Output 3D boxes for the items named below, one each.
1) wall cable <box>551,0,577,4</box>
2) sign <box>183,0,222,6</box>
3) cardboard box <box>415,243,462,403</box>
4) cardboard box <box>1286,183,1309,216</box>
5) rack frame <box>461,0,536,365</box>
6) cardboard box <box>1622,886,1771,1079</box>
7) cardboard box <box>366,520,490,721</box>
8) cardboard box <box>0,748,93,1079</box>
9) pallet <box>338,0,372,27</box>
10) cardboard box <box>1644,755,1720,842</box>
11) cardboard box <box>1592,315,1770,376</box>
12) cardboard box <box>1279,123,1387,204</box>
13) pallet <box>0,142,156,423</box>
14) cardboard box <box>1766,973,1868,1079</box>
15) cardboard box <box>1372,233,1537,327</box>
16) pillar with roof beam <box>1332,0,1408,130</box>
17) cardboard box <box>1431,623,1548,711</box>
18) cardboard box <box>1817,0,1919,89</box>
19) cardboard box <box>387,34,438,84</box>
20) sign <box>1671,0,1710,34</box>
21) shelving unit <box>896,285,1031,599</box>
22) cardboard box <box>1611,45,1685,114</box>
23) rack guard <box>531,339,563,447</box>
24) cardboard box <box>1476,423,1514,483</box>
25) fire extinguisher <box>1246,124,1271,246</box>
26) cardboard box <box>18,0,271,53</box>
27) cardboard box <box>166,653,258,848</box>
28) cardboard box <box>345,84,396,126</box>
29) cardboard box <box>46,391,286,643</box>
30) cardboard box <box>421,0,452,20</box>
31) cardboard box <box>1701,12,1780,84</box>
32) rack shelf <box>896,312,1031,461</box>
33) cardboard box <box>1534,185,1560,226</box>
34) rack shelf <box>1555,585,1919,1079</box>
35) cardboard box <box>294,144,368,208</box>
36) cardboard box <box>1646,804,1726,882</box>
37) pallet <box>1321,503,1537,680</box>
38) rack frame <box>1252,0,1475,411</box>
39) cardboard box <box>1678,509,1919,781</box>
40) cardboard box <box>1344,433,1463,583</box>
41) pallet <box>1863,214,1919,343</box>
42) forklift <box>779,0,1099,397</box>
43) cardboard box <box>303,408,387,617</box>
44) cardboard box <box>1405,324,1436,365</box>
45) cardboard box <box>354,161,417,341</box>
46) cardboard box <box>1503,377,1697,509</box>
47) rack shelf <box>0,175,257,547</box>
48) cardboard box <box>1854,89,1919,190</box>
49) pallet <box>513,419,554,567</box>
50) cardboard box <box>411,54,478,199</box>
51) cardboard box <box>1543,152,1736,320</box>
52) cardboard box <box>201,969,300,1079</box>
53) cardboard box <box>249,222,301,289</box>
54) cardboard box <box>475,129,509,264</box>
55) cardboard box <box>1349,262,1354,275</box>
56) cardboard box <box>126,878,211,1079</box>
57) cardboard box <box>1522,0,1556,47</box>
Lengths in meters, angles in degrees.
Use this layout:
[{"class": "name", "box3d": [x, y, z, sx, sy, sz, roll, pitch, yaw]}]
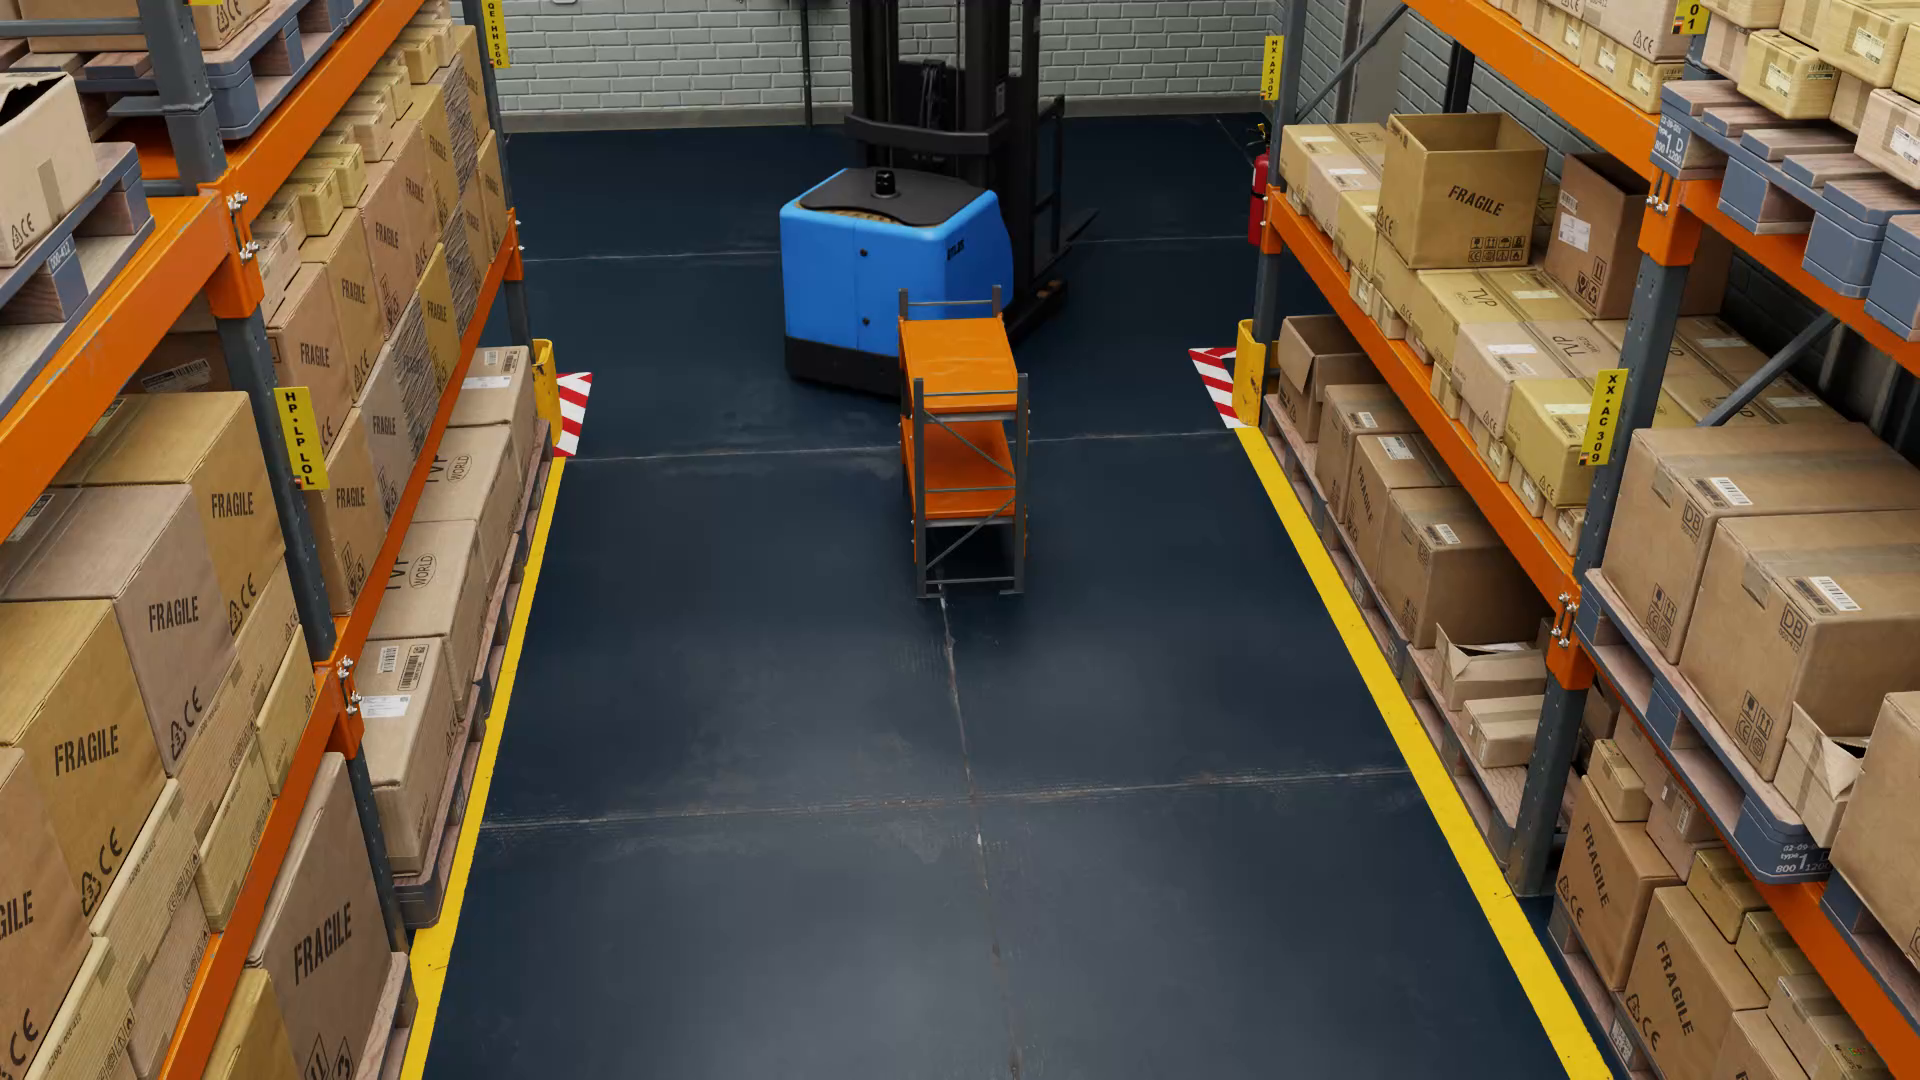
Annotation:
[{"class": "wall cable", "box3d": [-3.347, -5.163, 12.948, 0.585, 1.953, 0.123, -3, 31, -5]}, {"class": "sign", "box3d": [-1.884, -1.469, 4.049, 0.100, 0.325, 0.005, -3, 31, -5]}, {"class": "cardboard box", "box3d": [-2.338, -0.863, 6.672, 0.500, 0.500, 0.500, -2, 31, -3]}, {"class": "cardboard box", "box3d": [1.902, -1.787, 8.561, 0.380, 0.149, 0.250, -3, 31, -5]}, {"class": "rack frame", "box3d": [-2.797, -1.836, 8.398, 1.000, 3.000, 0.127, -3, 31, -5]}, {"class": "cardboard box", "box3d": [2.399, 1.389, 5.028, 0.500, 0.500, 0.500, -3, 31, -5]}, {"class": "cardboard box", "box3d": [-2.459, 0.343, 6.839, 0.875, 0.438, 0.875, -4, 31, -6]}, {"class": "cardboard box", "box3d": [-1.985, 0.737, 3.018, 0.500, 0.500, 0.500, -2, 31, -4]}, {"class": "pallet", "box3d": [-2.600, -2.083, 5.973, 1.003, 0.211, 1.213, -3, 31, -5]}, {"class": "cardboard box", "box3d": [2.359, 0.780, 5.125, 0.380, 0.149, 0.250, -4, 31, -7]}, {"class": "cardboard box", "box3d": [2.687, -0.618, 6.216, 0.500, 0.250, 0.500, -3, 31, -5]}, {"class": "cardboard box", "box3d": [1.919, -1.894, 8.352, 0.500, 0.250, 0.500, -3, 31, -4]}, {"class": "pallet", "box3d": [-2.289, -0.534, 3.480, 0.805, 0.209, 1.217, -4, 31, -7]}, {"class": "cardboard box", "box3d": [2.450, 1.314, 4.521, 0.380, 0.149, 0.250, -3, 31, -5]}, {"class": "cardboard box", "box3d": [2.086, -1.118, 7.053, 0.500, 0.250, 0.500, -4, 31, -6]}, {"class": "pillar with roof beam", "box3d": [-1.496, -5.865, 9.293, 9.100, 9.000, 0.400, -3, 31, -5]}, {"class": "cardboard box", "box3d": [2.140, 0.507, 6.732, 0.396, 0.266, 0.258, -2, 31, -3]}, {"class": "cardboard box", "box3d": [2.187, -1.126, 3.733, 0.380, 0.149, 0.250, -3, 31, -6]}, {"class": "cardboard box", "box3d": [-2.426, -2.026, 7.012, 0.380, 0.149, 0.250, -2, 31, -3]}, {"class": "sign", "box3d": [1.979, -1.513, 4.429, 0.100, 0.325, 0.005, -3, 31, -5]}, {"class": "shelving unit", "box3d": [-0.001, -0.486, 7.967, 0.538, 1.125, 1.048, -3, 31, -5]}, {"class": "cardboard box", "box3d": [2.190, -1.383, 4.959, 0.380, 0.149, 0.250, -3, 31, -5]}, {"class": "rack guard", "box3d": [-2.799, -0.775, 9.060, 1.175, 0.500, 0.348, -3, 31, -5]}, {"class": "cardboard box", "box3d": [2.143, -0.340, 6.138, 0.380, 0.149, 0.250, -2, 31, -3]}, {"class": "fire extinguisher", "box3d": [1.671, -1.935, 9.004, 0.296, 0.674, 0.183, -3, 31, -5]}, {"class": "cardboard box", "box3d": [-2.269, -1.658, 4.571, 0.500, 0.500, 0.500, -2, 31, -4]}, {"class": "cardboard box", "box3d": [-2.086, 0.524, 4.106, 0.500, 0.250, 0.500, -2, 31, -3]}, {"class": "cardboard box", "box3d": [-2.385, -1.629, 6.347, 0.380, 0.149, 0.250, -2, 31, -3]}, {"class": "cardboard box", "box3d": [-2.132, -0.050, 4.336, 0.500, 0.500, 0.500, -2, 31, -3]}, {"class": "cardboard box", "box3d": [-2.564, -2.413, 7.659, 0.380, 0.149, 0.250, -2, 31, -4]}, {"class": "cardboard box", "box3d": [2.150, -1.265, 4.255, 0.380, 0.149, 0.250, -2, 31, -4]}, {"class": "rack shelf", "box3d": [-0.001, -0.738, 7.817, 0.538, 0.278, 1.000, -3, 31, -5]}, {"class": "cardboard box", "box3d": [2.540, -1.400, 7.526, 0.500, 0.250, 0.500, -2, 31, -3]}, {"class": "rack shelf", "box3d": [2.705, 1.297, 3.856, 1.077, 0.370, 4.000, -3, 31, -5]}, {"class": "cardboard box", "box3d": [-2.258, -1.243, 5.701, 0.380, 0.149, 0.250, -4, 31, -6]}, {"class": "cardboard box", "box3d": [2.390, 0.915, 5.189, 0.380, 0.149, 0.250, -4, 31, -6]}, {"class": "pallet", "box3d": [2.338, 0.189, 7.728, 1.003, 0.211, 1.213, -3, 31, -5]}, {"class": "rack frame", "box3d": [2.144, -2.076, 8.800, 1.000, 3.000, 0.127, -3, 31, -5]}, {"class": "cardboard box", "box3d": [2.389, 0.266, 4.373, 0.700, 0.500, 0.500, -2, 31, -4]}, {"class": "cardboard box", "box3d": [2.098, -0.153, 7.609, 0.500, 0.500, 0.500, -2, 31, -4]}, {"class": "pallet", "box3d": [2.609, -0.375, 3.210, 1.213, 0.211, 1.003, -3, 31, -5]}, {"class": "forklift", "box3d": [0.047, -2.772, 10.033, 1.130, 2.935, 3.031, 13, 33, 21]}, {"class": "cardboard box", "box3d": [-2.207, -0.089, 5.376, 0.500, 0.500, 0.500, -2, 31, -3]}, {"class": "cardboard box", "box3d": [2.111, -0.865, 7.018, 0.380, 0.149, 0.250, -3, 31, -5]}, {"class": "cardboard box", "box3d": [-2.304, -1.041, 5.995, 0.500, 0.500, 0.500, -2, 31, -4]}, {"class": "cardboard box", "box3d": [2.228, -0.345, 5.759, 0.500, 0.250, 0.500, -2, 31, -3]}, {"class": "rack shelf", "box3d": [-2.237, 0.249, 2.685, 1.077, 0.370, 4.000, -3, 31, -5]}, {"class": "cardboard box", "box3d": [2.200, -0.873, 3.600, 0.380, 0.149, 0.250, -2, 31, -4]}, {"class": "pallet", "box3d": [-2.645, -0.234, 8.436, 1.003, 0.211, 1.213, -3, 31, -5]}, {"class": "cardboard box", "box3d": [-2.437, -1.808, 7.279, 0.500, 0.500, 0.500, -3, 31, -4]}, {"class": "cardboard box", "box3d": [2.644, -1.192, 6.445, 0.500, 0.500, 0.500, -4, 31, -6]}, {"class": "cardboard box", "box3d": [-2.194, 1.712, 4.121, 0.875, 0.875, 0.875, -2, 31, -3]}, {"class": "cardboard box", "box3d": [-2.234, -0.848, 5.039, 0.380, 0.149, 0.250, -2, 31, -4]}, {"class": "cardboard box", "box3d": [-2.489, -1.645, 7.982, 0.500, 0.500, 0.500, -3, 31, -4]}, {"class": "cardboard box", "box3d": [2.024, -1.259, 7.678, 0.380, 0.149, 0.250, -2, 31, -4]}, {"class": "cardboard box", "box3d": [-2.056, 1.006, 3.786, 0.500, 0.250, 0.500, -4, 31, -6]}, {"class": "cardboard box", "box3d": [2.136, -1.771, 5.610, 0.380, 0.149, 0.250, -3, 31, -5]}]
